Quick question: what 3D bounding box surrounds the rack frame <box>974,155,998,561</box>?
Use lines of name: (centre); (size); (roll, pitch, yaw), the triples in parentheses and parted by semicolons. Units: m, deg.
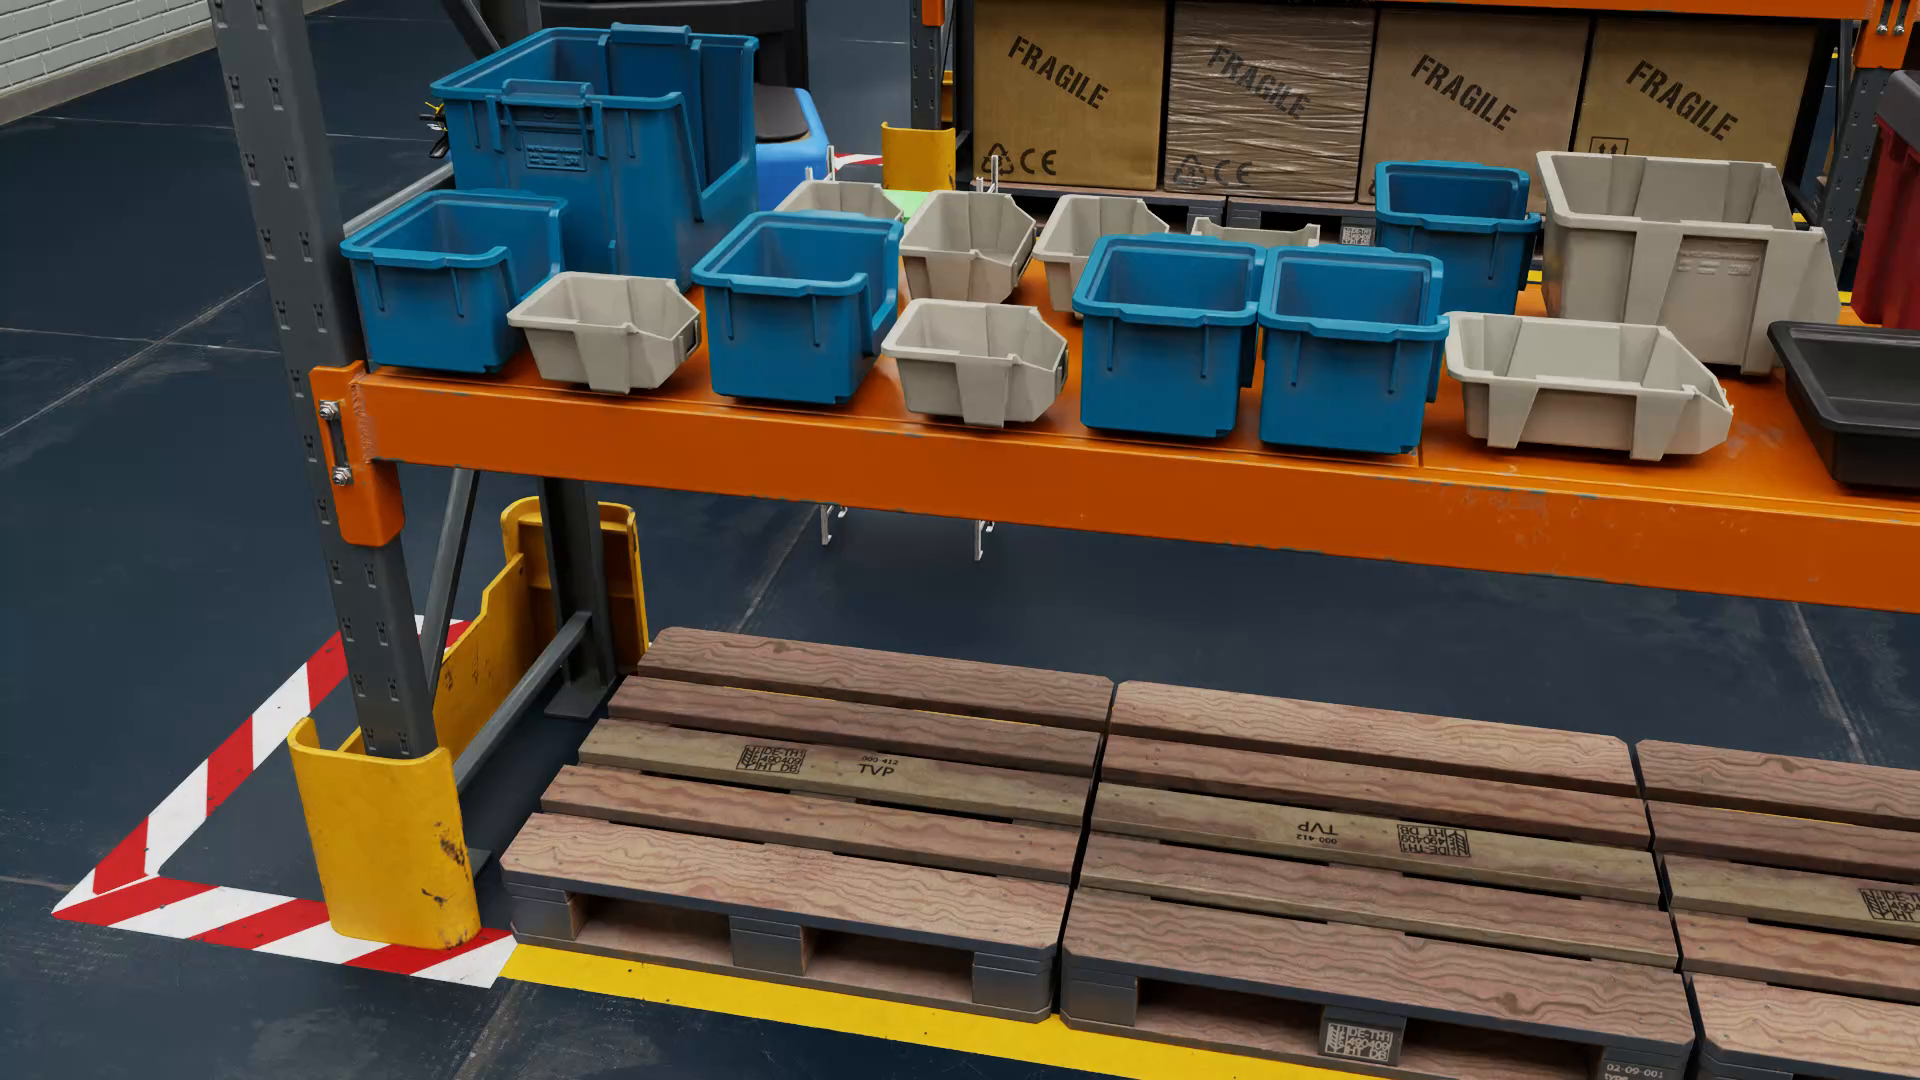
rack frame: (0.077, -0.518, 4.948); (0.015, 1.200, 0.240); (6, 29, 11)

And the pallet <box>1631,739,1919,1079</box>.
pallet: (2.087, 0.857, 3.464); (1.213, 0.211, 1.003); (6, 29, 11)

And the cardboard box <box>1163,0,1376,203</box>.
cardboard box: (1.469, -2.172, 7.869); (0.875, 0.875, 0.875); (6, 29, 11)

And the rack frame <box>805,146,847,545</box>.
rack frame: (-0.401, -0.567, 5.037); (0.015, 1.200, 0.240); (6, 29, 11)

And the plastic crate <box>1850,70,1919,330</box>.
plastic crate: (1.993, -0.572, 3.042); (0.583, 0.464, 0.402); (6, 29, 11)

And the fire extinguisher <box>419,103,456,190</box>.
fire extinguisher: (-1.150, -0.743, 3.952); (0.183, 0.674, 0.296); (6, 29, 11)

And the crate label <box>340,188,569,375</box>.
crate label: (-0.925, -0.485, 3.124); (0.303, 0.233, 0.416); (6, 29, 11)

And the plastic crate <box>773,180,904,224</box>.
plastic crate: (-0.262, -0.625, 3.481); (0.243, 0.136, 0.396); (6, 29, 11)

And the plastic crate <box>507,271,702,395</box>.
plastic crate: (-0.629, -0.372, 3.018); (0.298, 0.136, 0.250); (6, 29, 11)

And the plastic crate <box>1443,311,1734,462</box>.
plastic crate: (1.048, -0.254, 2.803); (0.466, 0.136, 0.293); (6, 29, 11)

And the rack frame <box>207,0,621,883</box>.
rack frame: (-1.098, -0.711, 3.426); (0.127, 3.000, 1.000); (6, 29, 11)

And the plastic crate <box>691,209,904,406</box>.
plastic crate: (-0.281, -0.419, 3.004); (0.300, 0.233, 0.416); (6, 29, 11)

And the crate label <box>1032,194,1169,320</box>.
crate label: (0.295, -0.573, 3.385); (0.243, 0.136, 0.396); (6, 29, 11)

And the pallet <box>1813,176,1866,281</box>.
pallet: (4.619, -1.371, 7.535); (1.213, 0.211, 1.003); (6, 29, 11)

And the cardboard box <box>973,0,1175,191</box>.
cardboard box: (0.579, -2.263, 8.035); (0.875, 0.875, 0.875); (6, 29, 11)

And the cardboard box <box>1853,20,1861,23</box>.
cardboard box: (6.168, -3.792, 11.219); (0.500, 0.500, 0.500); (7, 30, 13)

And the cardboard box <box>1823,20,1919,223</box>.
cardboard box: (4.478, -1.834, 7.251); (0.875, 0.875, 1.225); (6, 29, 11)

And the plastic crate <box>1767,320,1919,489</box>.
plastic crate: (1.663, -0.202, 2.720); (0.590, 0.125, 0.437); (6, 29, 11)

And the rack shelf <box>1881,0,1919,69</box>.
rack shelf: (5.804, -2.120, 6.748); (4.000, 0.370, 1.077); (6, 29, 11)

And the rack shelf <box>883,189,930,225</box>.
rack shelf: (-0.162, -0.908, 4.792); (0.480, 0.148, 0.258); (6, 29, 11)

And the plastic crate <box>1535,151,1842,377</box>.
plastic crate: (1.359, -0.524, 3.145); (0.530, 0.282, 0.437); (6, 29, 11)

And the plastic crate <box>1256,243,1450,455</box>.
plastic crate: (0.656, -0.323, 2.828); (0.300, 0.233, 0.416); (6, 29, 11)

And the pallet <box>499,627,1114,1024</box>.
pallet: (-0.299, 0.613, 3.911); (1.213, 0.211, 1.003); (6, 29, 11)

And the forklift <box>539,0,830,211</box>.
forklift: (-1.166, -2.274, 6.351); (1.130, 2.935, 3.031); (-5, 29, -9)

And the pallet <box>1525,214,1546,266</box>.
pallet: (3.121, -1.526, 7.818); (1.213, 0.211, 1.003); (6, 29, 11)

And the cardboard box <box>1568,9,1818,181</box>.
cardboard box: (3.220, -1.992, 7.541); (0.875, 0.875, 0.875); (6, 29, 11)

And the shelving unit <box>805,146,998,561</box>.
shelving unit: (-0.162, -0.543, 4.992); (0.503, 1.200, 0.258); (6, 29, 11)

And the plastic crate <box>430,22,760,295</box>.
plastic crate: (-0.731, -0.807, 3.502); (0.499, 0.435, 0.616); (6, 29, 11)

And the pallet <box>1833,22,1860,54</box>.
pallet: (5.745, -3.655, 11.707); (1.213, 0.211, 1.003); (6, 29, 11)

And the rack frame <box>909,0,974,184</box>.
rack frame: (-0.063, -3.038, 7.675); (0.127, 3.000, 1.000); (6, 29, 11)

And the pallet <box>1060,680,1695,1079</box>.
pallet: (0.890, 0.736, 3.686); (1.213, 0.211, 1.003); (6, 29, 11)

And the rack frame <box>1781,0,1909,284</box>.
rack frame: (3.848, -2.636, 6.942); (0.127, 3.000, 1.000); (6, 29, 11)

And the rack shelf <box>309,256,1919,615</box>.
rack shelf: (0.858, -0.195, 3.232); (4.000, 0.370, 1.077); (6, 29, 11)

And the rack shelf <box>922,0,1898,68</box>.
rack shelf: (1.892, -2.521, 7.481); (4.000, 0.370, 1.077); (6, 29, 11)

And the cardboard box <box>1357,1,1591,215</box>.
cardboard box: (2.339, -2.083, 7.706); (0.875, 0.875, 0.875); (6, 29, 11)

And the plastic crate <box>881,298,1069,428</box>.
plastic crate: (0.035, -0.304, 2.893); (0.298, 0.136, 0.250); (6, 29, 11)

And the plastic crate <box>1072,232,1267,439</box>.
plastic crate: (0.363, -0.353, 2.883); (0.300, 0.233, 0.416); (6, 29, 11)

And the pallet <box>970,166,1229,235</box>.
pallet: (0.735, -1.771, 8.265); (1.213, 0.211, 1.003); (6, 29, 11)

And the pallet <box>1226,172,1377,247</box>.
pallet: (1.924, -1.648, 8.040); (1.213, 0.211, 1.003); (6, 29, 11)

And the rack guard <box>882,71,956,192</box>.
rack guard: (-0.087, -1.944, 8.279); (0.348, 0.500, 1.175); (6, 29, 11)

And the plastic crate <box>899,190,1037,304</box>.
plastic crate: (0.018, -0.590, 3.415); (0.243, 0.136, 0.396); (6, 29, 11)

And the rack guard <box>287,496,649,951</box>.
rack guard: (-1.124, 0.389, 4.020); (0.348, 0.500, 1.175); (6, 29, 11)

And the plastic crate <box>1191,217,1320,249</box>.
plastic crate: (0.589, -0.552, 3.347); (0.250, 0.136, 0.298); (6, 29, 11)

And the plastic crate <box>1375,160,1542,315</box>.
plastic crate: (0.964, -0.579, 3.296); (0.300, 0.233, 0.416); (6, 29, 11)
